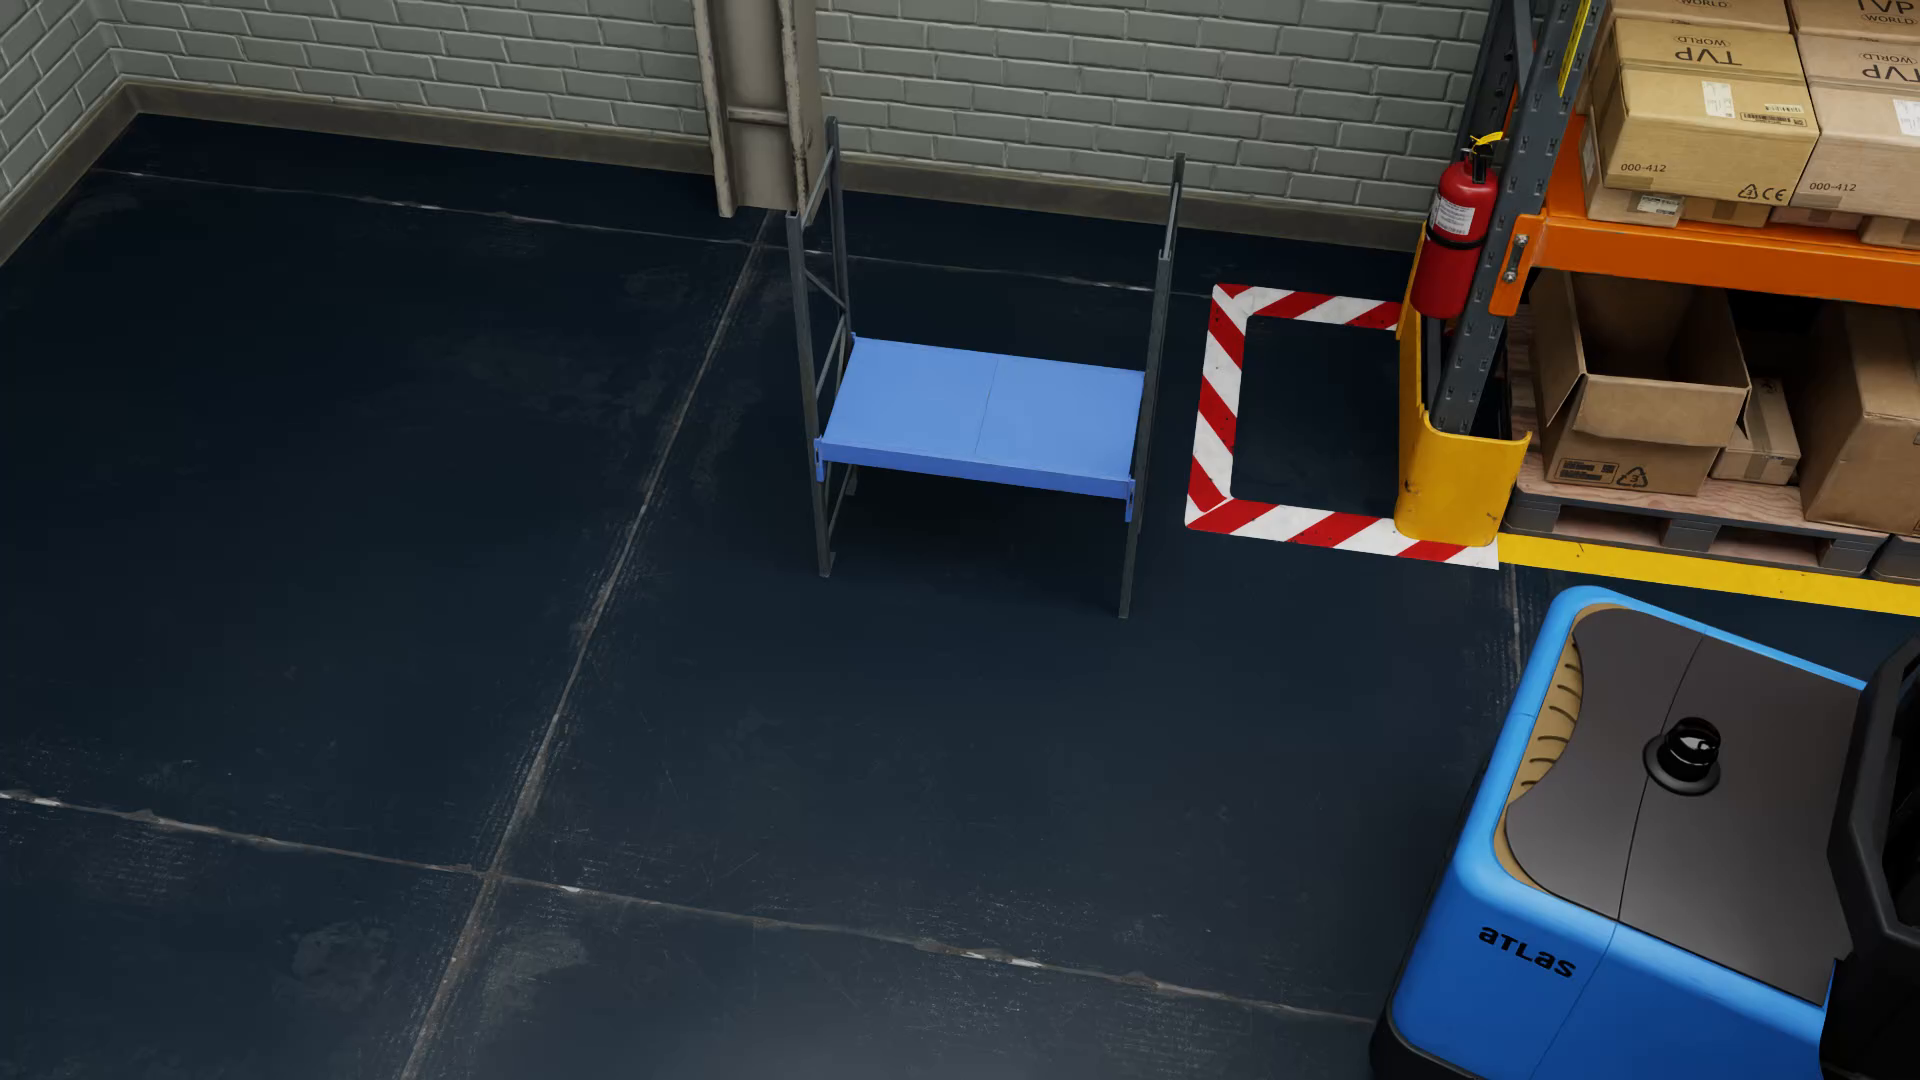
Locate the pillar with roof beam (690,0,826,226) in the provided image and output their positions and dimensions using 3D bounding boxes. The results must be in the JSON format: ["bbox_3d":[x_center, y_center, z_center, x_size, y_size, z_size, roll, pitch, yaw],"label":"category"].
[{"bbox_3d":[-1.555,-1.300,0.869,0.400,9.000,9.100,8,49,7],"label":"pillar with roof beam"}]

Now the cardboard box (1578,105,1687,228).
[{"bbox_3d":[1.978,-1.102,4.892,0.250,0.149,0.380,7,48,7],"label":"cardboard box"}]

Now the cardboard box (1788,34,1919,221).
[{"bbox_3d":[2.598,-1.156,4.673,0.500,0.250,0.500,8,49,7],"label":"cardboard box"}]

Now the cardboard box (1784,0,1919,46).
[{"bbox_3d":[2.711,-1.544,5.021,0.500,0.250,0.500,8,49,7],"label":"cardboard box"}]

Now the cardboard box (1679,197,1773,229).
[{"bbox_3d":[2.237,-1.102,4.892,0.250,0.149,0.380,9,49,8],"label":"cardboard box"}]

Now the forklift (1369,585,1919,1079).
[{"bbox_3d":[2.632,0.665,3.182,3.031,2.935,1.130,22,52,18],"label":"forklift"}]

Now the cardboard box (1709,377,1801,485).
[{"bbox_3d":[2.700,-0.383,5.711,0.250,0.149,0.380,6,48,5],"label":"cardboard box"}]

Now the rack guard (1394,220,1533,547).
[{"bbox_3d":[1.778,-0.584,5.939,0.348,0.500,1.175,8,49,7],"label":"rack guard"}]

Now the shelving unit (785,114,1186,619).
[{"bbox_3d":[0.084,-0.490,5.182,1.048,1.500,0.538,8,49,7],"label":"shelving unit"}]

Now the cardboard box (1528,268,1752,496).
[{"bbox_3d":[2.289,-0.586,5.656,0.637,0.503,0.797,6,48,5],"label":"cardboard box"}]

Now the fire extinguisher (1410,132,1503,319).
[{"bbox_3d":[1.477,-0.961,4.899,0.183,0.674,0.296,8,49,7],"label":"fire extinguisher"}]

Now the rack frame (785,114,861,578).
[{"bbox_3d":[-0.416,-0.557,5.242,0.032,1.500,0.500,8,49,7],"label":"rack frame"}]

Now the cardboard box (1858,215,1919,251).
[{"bbox_3d":[2.739,-1.014,4.814,0.250,0.149,0.380,9,49,8],"label":"cardboard box"}]

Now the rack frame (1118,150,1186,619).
[{"bbox_3d":[0.584,-0.423,5.122,0.032,1.500,0.500,8,49,7],"label":"rack frame"}]

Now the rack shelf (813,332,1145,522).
[{"bbox_3d":[0.084,-0.370,5.316,1.000,0.185,0.538,8,49,7],"label":"rack shelf"}]

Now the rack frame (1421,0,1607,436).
[{"bbox_3d":[1.704,-1.430,5.018,0.127,3.000,1.000,8,49,7],"label":"rack frame"}]

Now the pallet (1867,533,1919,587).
[{"bbox_3d":[3.760,-0.220,5.806,1.213,0.211,1.003,8,49,7],"label":"pallet"}]

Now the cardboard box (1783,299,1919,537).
[{"bbox_3d":[3.123,-0.443,5.530,0.500,0.500,0.700,9,49,8],"label":"cardboard box"}]

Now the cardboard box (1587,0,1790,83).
[{"bbox_3d":[2.203,-1.613,5.083,0.500,0.250,0.500,9,49,8],"label":"cardboard box"}]

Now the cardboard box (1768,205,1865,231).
[{"bbox_3d":[2.502,-1.093,4.884,0.250,0.149,0.380,7,48,6],"label":"cardboard box"}]

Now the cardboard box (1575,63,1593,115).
[{"bbox_3d":[2.077,-1.499,5.249,0.250,0.149,0.380,7,48,6],"label":"cardboard box"}]

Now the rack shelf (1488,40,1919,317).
[{"bbox_3d":[3.672,-0.925,5.048,4.000,0.370,1.077,8,49,7],"label":"rack shelf"}]

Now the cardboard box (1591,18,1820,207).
[{"bbox_3d":[2.102,-1.222,4.732,0.500,0.250,0.500,8,49,7],"label":"cardboard box"}]

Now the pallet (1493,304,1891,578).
[{"bbox_3d":[2.563,-0.383,5.953,1.213,0.211,1.003,8,49,7],"label":"pallet"}]

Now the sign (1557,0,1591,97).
[{"bbox_3d":[1.607,-1.322,4.339,0.005,0.325,0.100,8,49,7],"label":"sign"}]
